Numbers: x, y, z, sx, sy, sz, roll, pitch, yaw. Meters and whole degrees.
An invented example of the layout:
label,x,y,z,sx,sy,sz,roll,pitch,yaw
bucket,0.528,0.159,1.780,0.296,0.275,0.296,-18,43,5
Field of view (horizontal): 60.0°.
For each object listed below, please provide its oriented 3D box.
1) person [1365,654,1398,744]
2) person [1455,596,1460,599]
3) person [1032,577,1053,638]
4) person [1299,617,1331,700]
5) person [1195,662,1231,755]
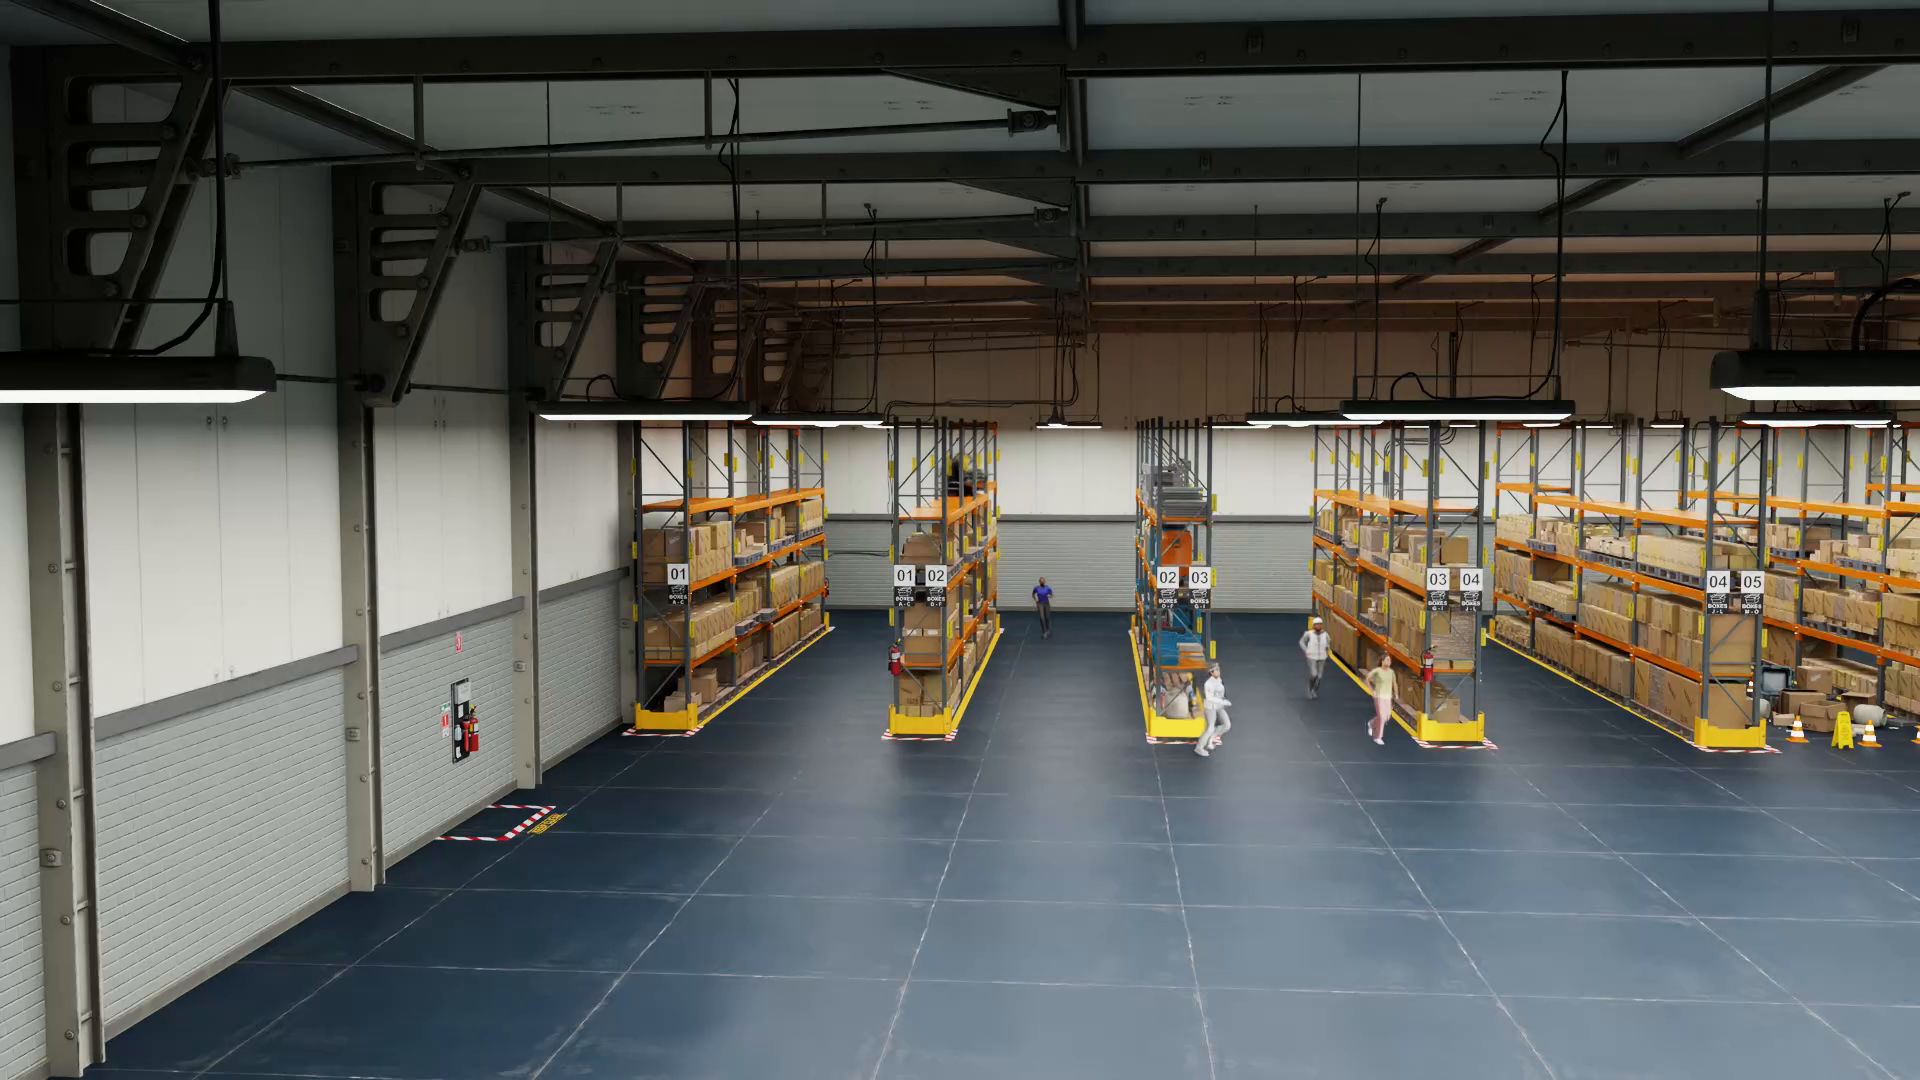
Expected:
label,x,y,z,sx,sy,sz,roll,pitch,yaw
person,7.785,2.914,30.707,0.631,1.636,0.589,-1,4,-18
person,13.491,1.906,46.266,0.822,1.578,0.669,-3,5,-41
person,2.314,1.885,46.390,0.578,1.695,0.748,0,4,-4
person,7.606,2.532,35.445,0.634,1.762,0.688,0,4,-7
person,4.513,2.976,29.370,0.710,1.652,0.645,3,5,39
